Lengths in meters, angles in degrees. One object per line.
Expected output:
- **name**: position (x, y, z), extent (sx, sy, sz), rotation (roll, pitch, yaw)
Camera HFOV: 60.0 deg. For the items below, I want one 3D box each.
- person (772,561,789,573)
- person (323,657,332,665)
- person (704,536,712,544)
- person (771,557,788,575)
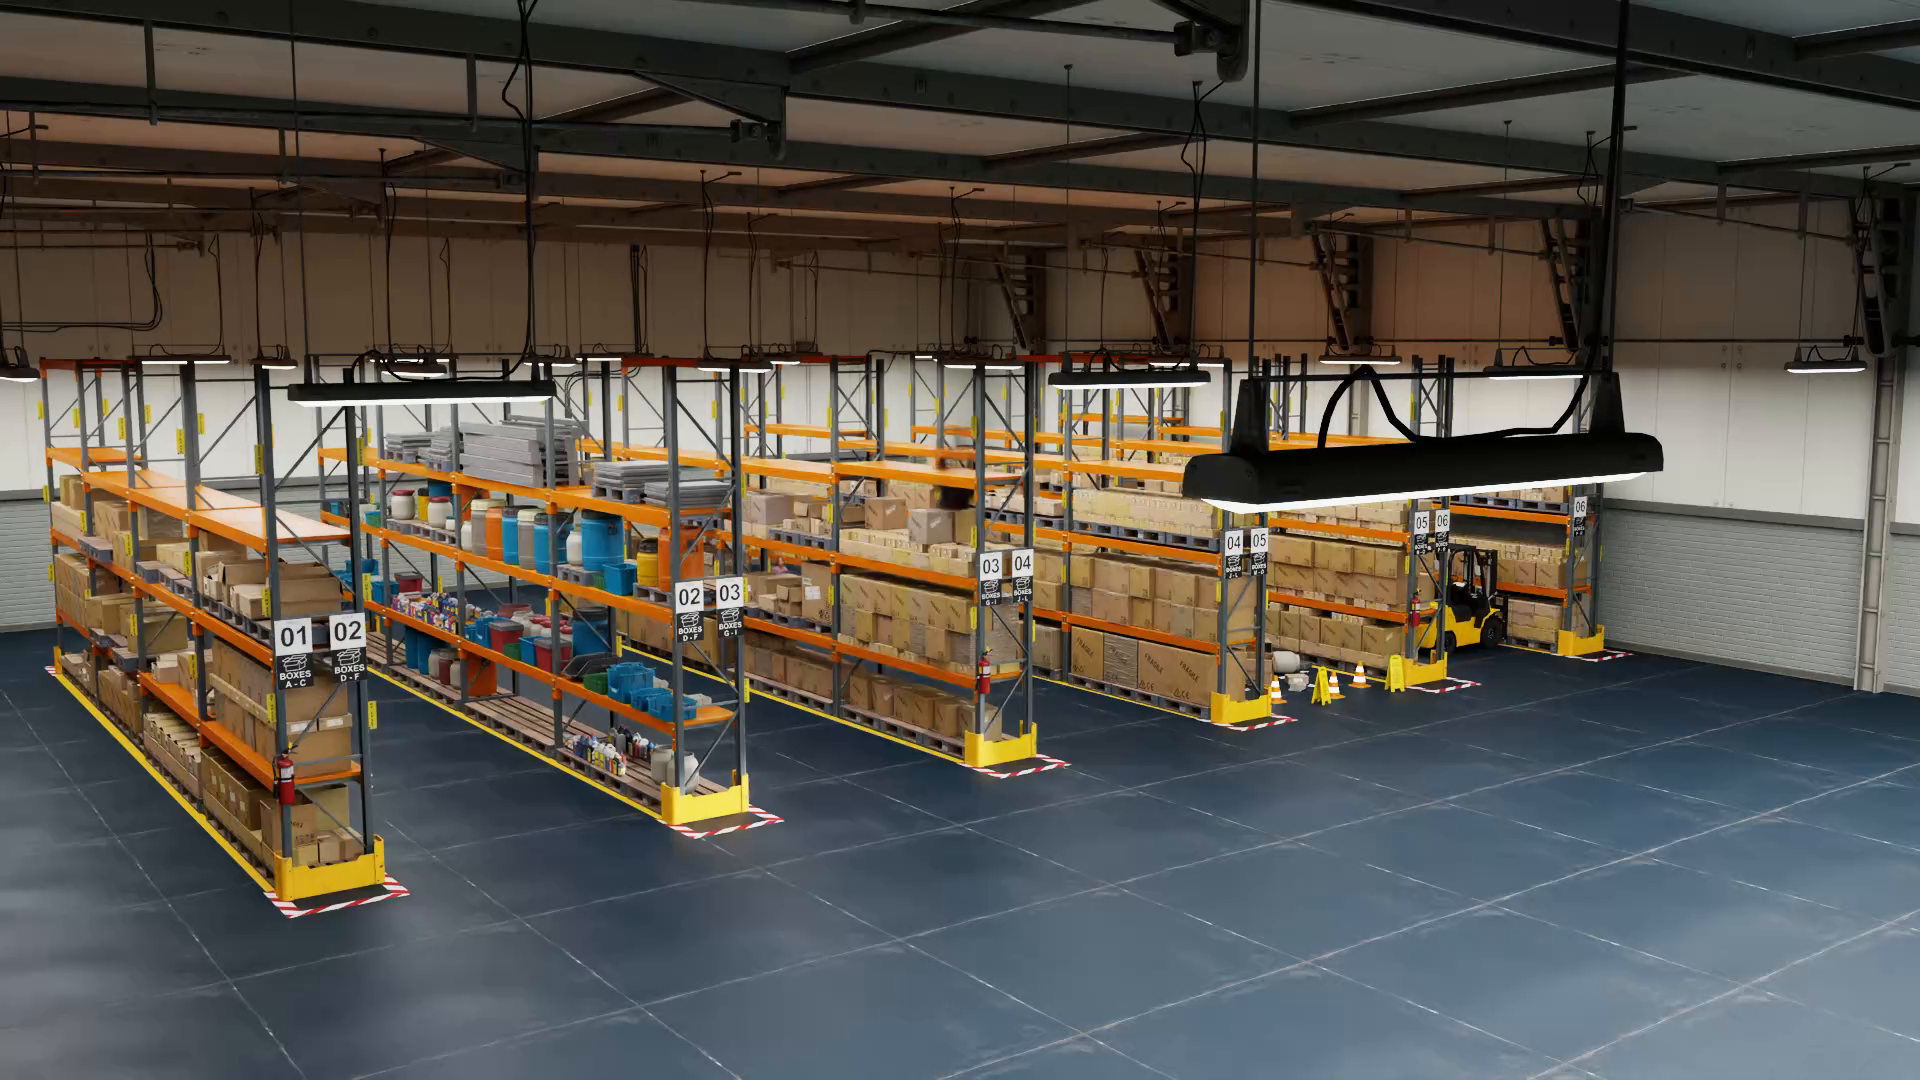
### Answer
- **person**: position (-4.547, 0.419, 42.375), extent (0.618, 1.702, 0.662), rotation (-5, 9, -36)
- **person**: position (-10.367, 2.173, 27.541), extent (0.867, 1.721, 0.562), rotation (6, 9, 42)
- **person**: position (-6.109, 0.685, 40.322), extent (0.602, 1.674, 0.871), rotation (3, 8, 25)
- **person**: position (-4.001, 1.141, 36.916), extent (0.532, 1.572, 0.586), rotation (-5, 9, -37)
